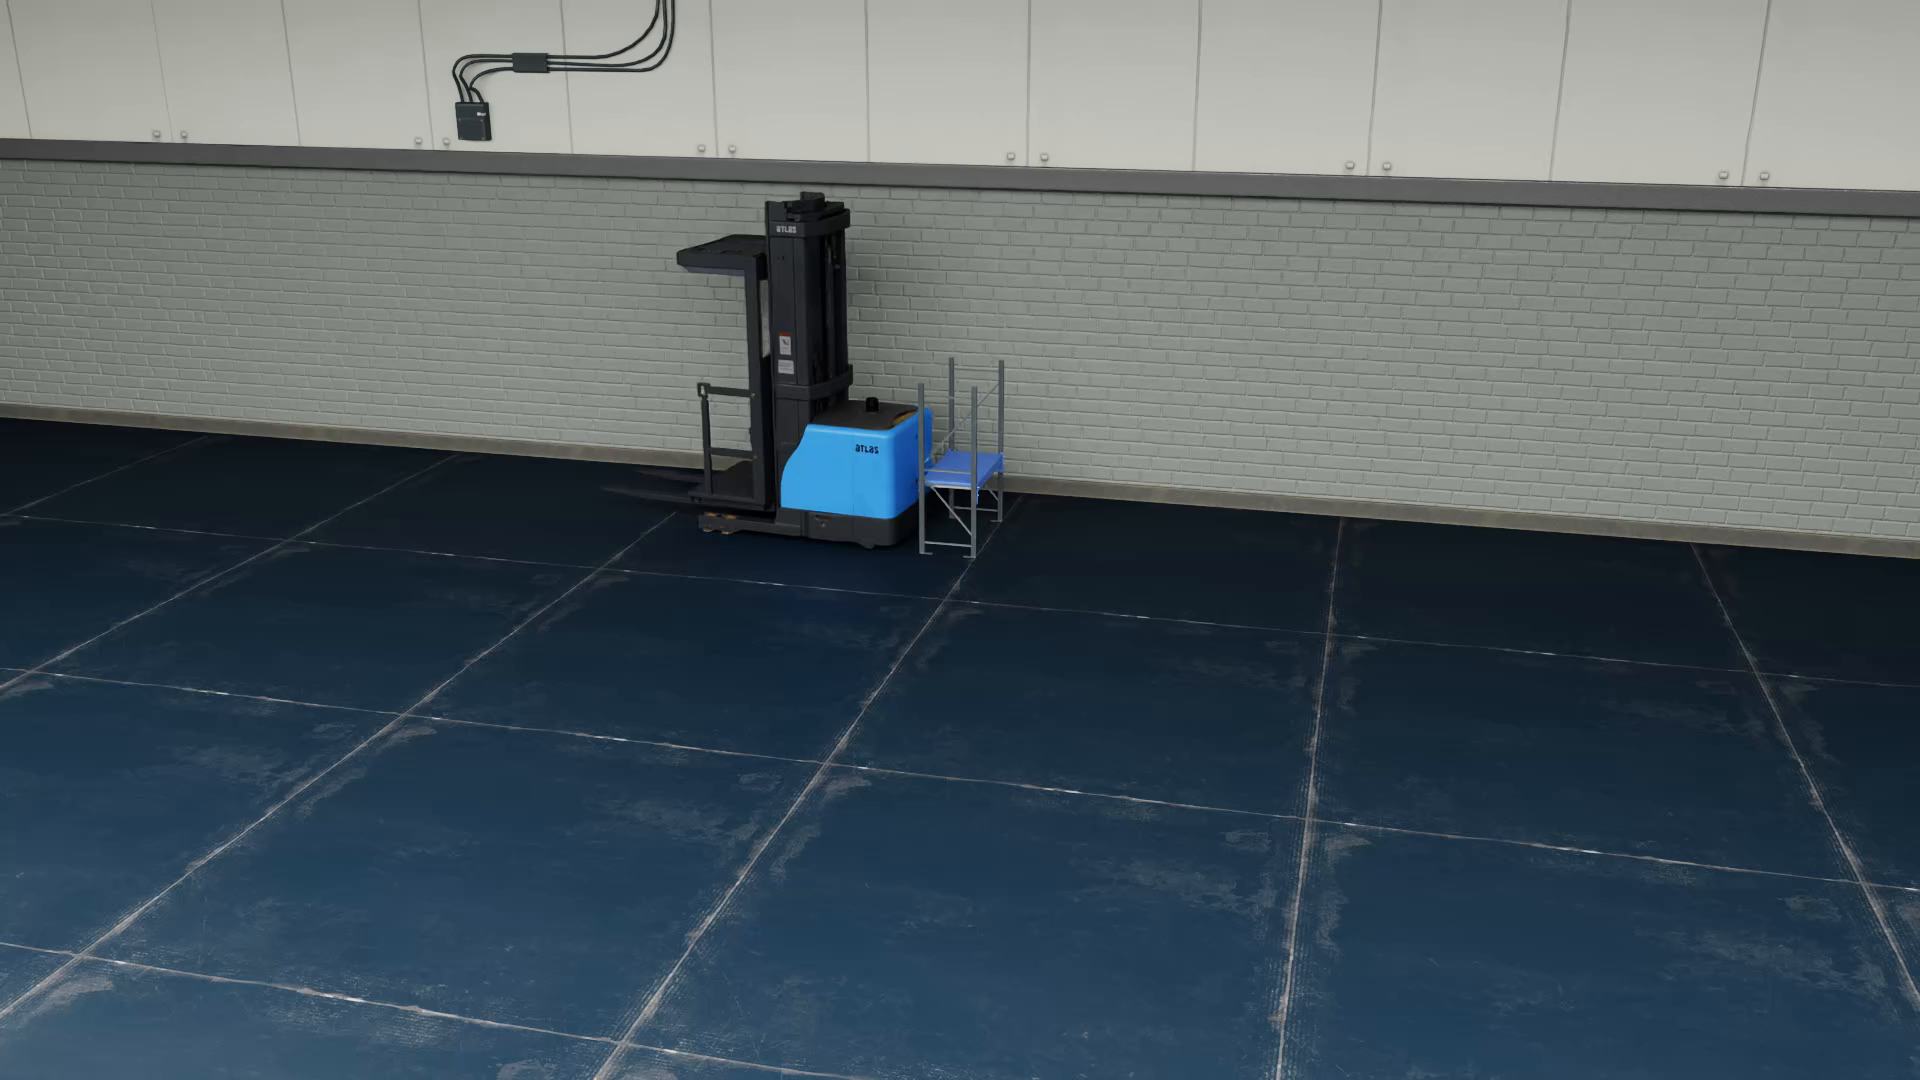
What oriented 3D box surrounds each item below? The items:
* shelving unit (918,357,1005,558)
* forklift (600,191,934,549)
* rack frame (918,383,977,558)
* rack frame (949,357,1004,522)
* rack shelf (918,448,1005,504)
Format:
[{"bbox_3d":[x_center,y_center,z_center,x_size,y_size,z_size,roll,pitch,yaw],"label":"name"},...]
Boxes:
[{"bbox_3d":[0.021,-0.736,14.523,0.538,1.500,1.048,5,19,13],"label":"shelving unit"},{"bbox_3d":[-1.810,-1.588,14.802,3.031,2.935,1.130,7,20,19],"label":"forklift"},{"bbox_3d":[-0.103,-0.577,14.057,0.500,1.500,0.032,5,19,13],"label":"rack frame"},{"bbox_3d":[0.145,-0.896,14.990,0.500,1.500,0.032,5,19,13],"label":"rack frame"},{"bbox_3d":[0.021,-0.566,14.582,0.538,0.185,1.000,5,19,13],"label":"rack shelf"}]
